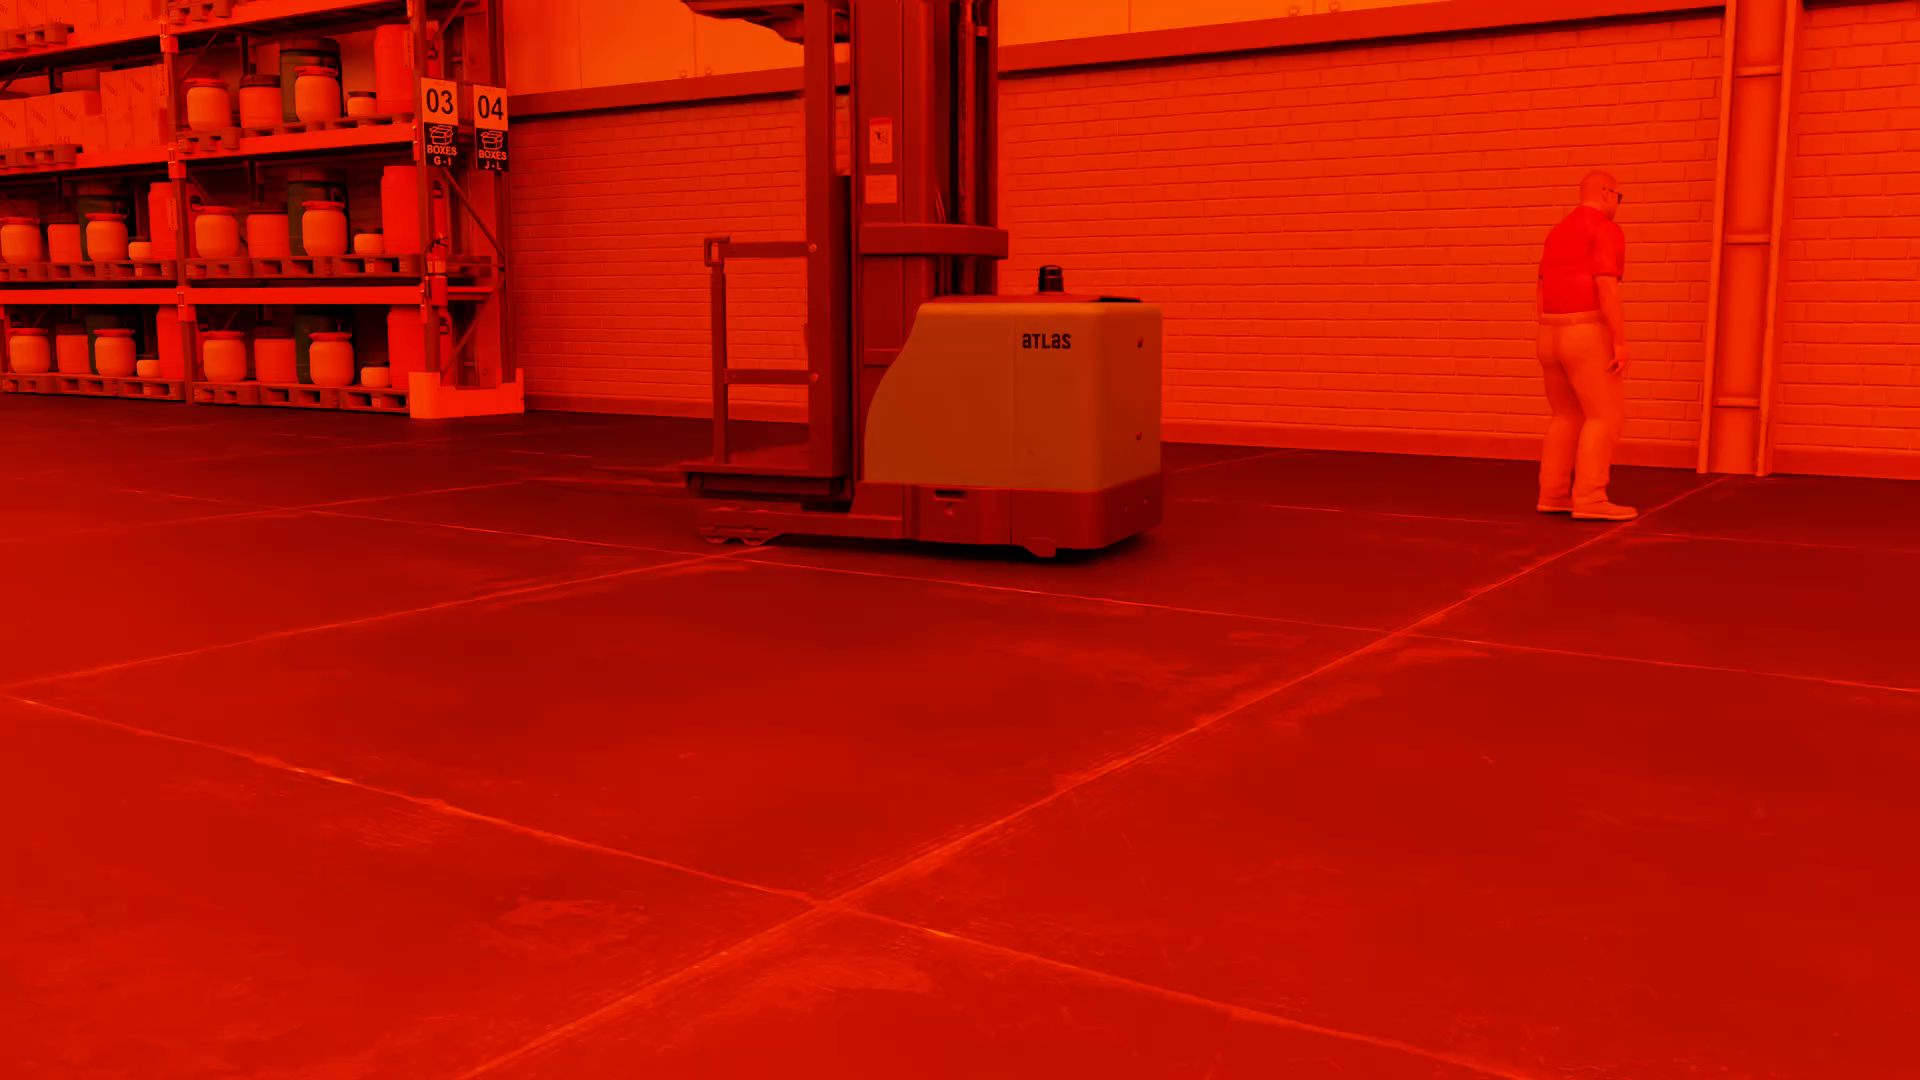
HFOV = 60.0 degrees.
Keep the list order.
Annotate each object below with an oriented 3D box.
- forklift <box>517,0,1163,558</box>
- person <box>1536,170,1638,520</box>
[{"bbox_3d":[-0.634,-1.487,7.649,3.031,2.935,1.130,3,9,22],"label":"forklift"},{"bbox_3d":[3.143,-0.981,8.373,0.398,1.727,0.586,-2,8,-16],"label":"person"}]
